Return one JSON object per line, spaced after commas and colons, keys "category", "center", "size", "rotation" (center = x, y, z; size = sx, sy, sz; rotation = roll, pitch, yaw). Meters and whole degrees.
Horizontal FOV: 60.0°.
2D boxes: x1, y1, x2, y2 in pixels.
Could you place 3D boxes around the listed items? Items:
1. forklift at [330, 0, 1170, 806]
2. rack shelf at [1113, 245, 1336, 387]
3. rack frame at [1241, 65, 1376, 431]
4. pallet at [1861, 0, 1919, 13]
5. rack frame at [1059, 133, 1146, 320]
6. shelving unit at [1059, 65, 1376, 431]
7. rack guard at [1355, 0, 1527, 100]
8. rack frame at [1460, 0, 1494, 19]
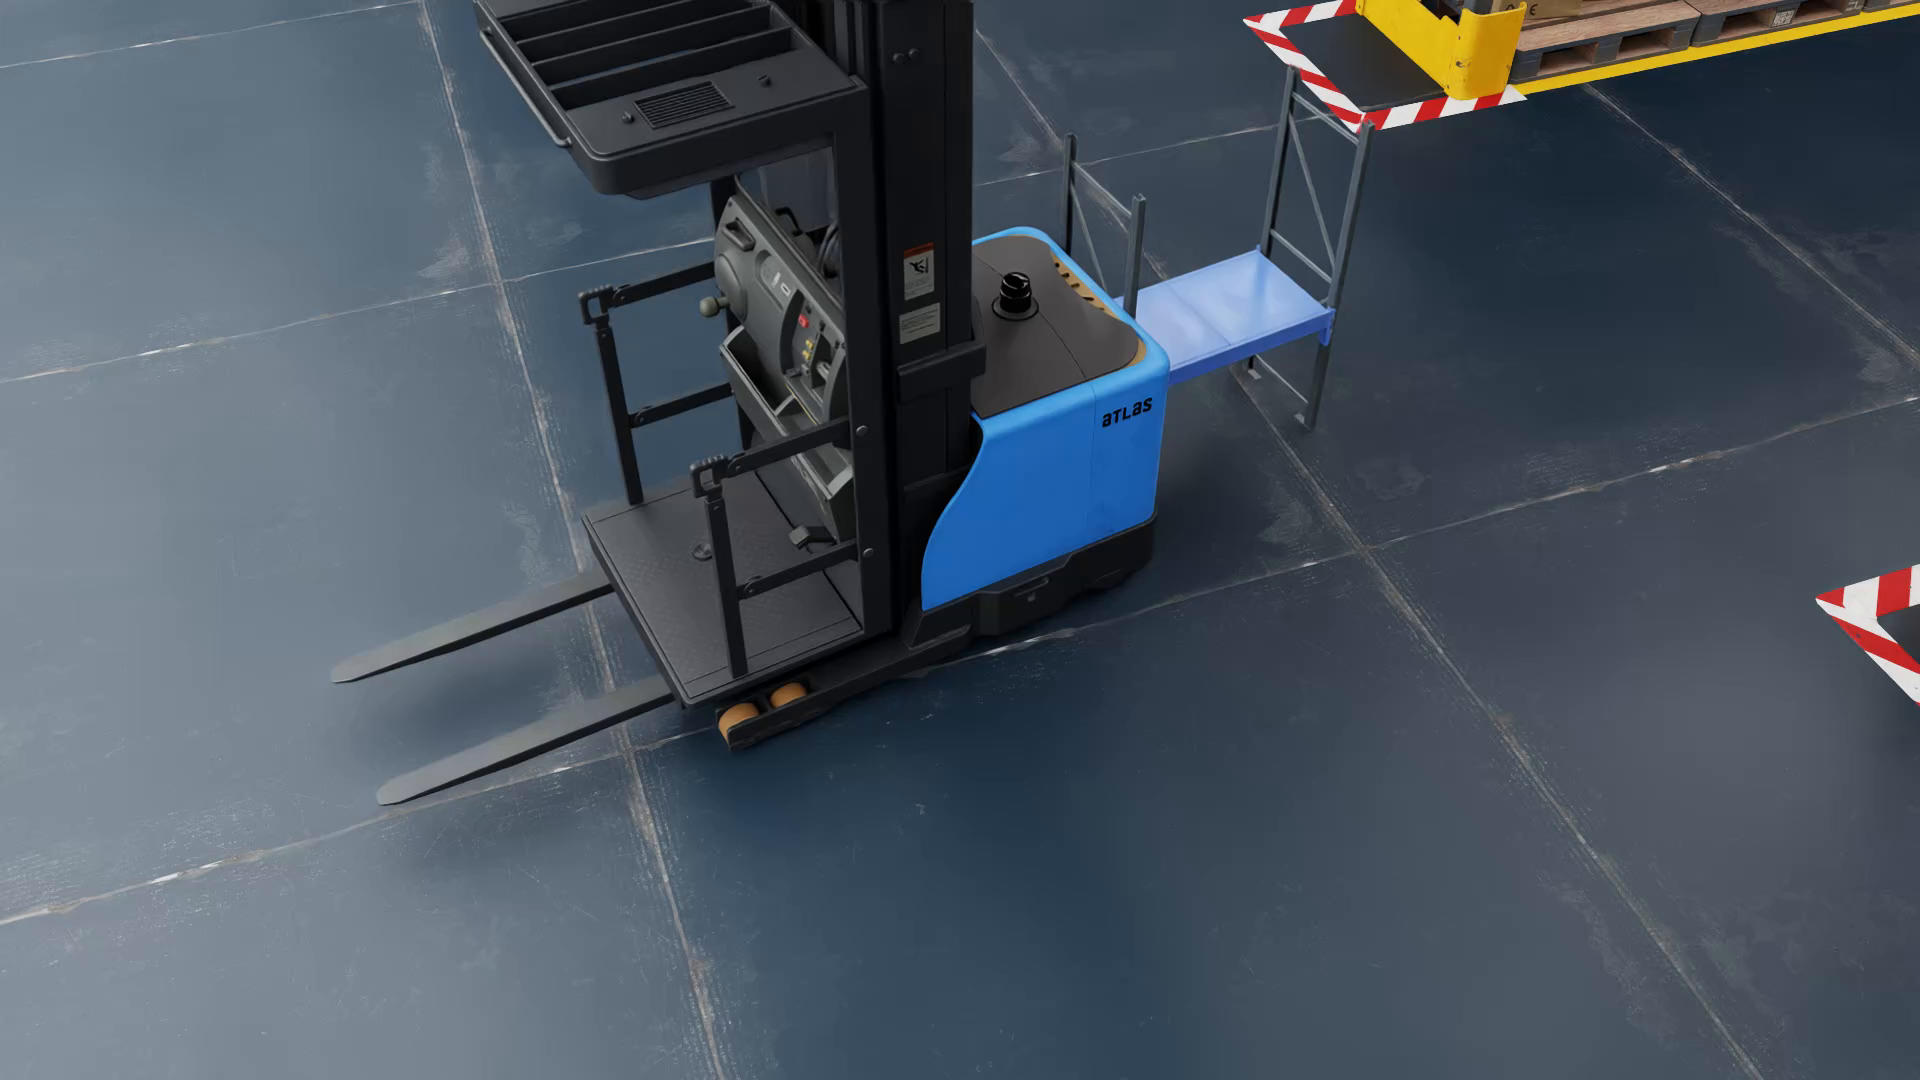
{"category": "forklift", "center": [8.452, 1.438, 3.247], "size": [16.233, 2.935, 15.389], "rotation": [-21, 49, -20]}
{"category": "rack shelf", "center": [0.964, -0.860, 6.802], "size": [1.000, 0.185, 0.538], "rotation": [-21, 49, -20]}
{"category": "rack frame", "center": [1.409, -1.162, 6.849], "size": [0.032, 1.500, 0.500], "rotation": [-21, 49, -20]}
{"category": "pallet", "center": [5.765, -3.673, 10.262], "size": [1.213, 0.211, 1.003], "rotation": [-14, 47, -14]}
{"category": "rack frame", "center": [0.519, -0.813, 6.501], "size": [0.032, 1.500, 0.500], "rotation": [-21, 49, -20]}
{"category": "shelving unit", "center": [0.964, -0.987, 6.675], "size": [1.048, 1.500, 0.538], "rotation": [-21, 49, -20]}
{"category": "rack guard", "center": [2.694, -3.016, 9.403], "size": [0.348, 0.500, 1.175], "rotation": [-14, 47, -14]}
{"category": "rack frame", "center": [2.622, -3.880, 8.500], "size": [0.127, 3.000, 1.000], "rotation": [-14, 47, -14]}
